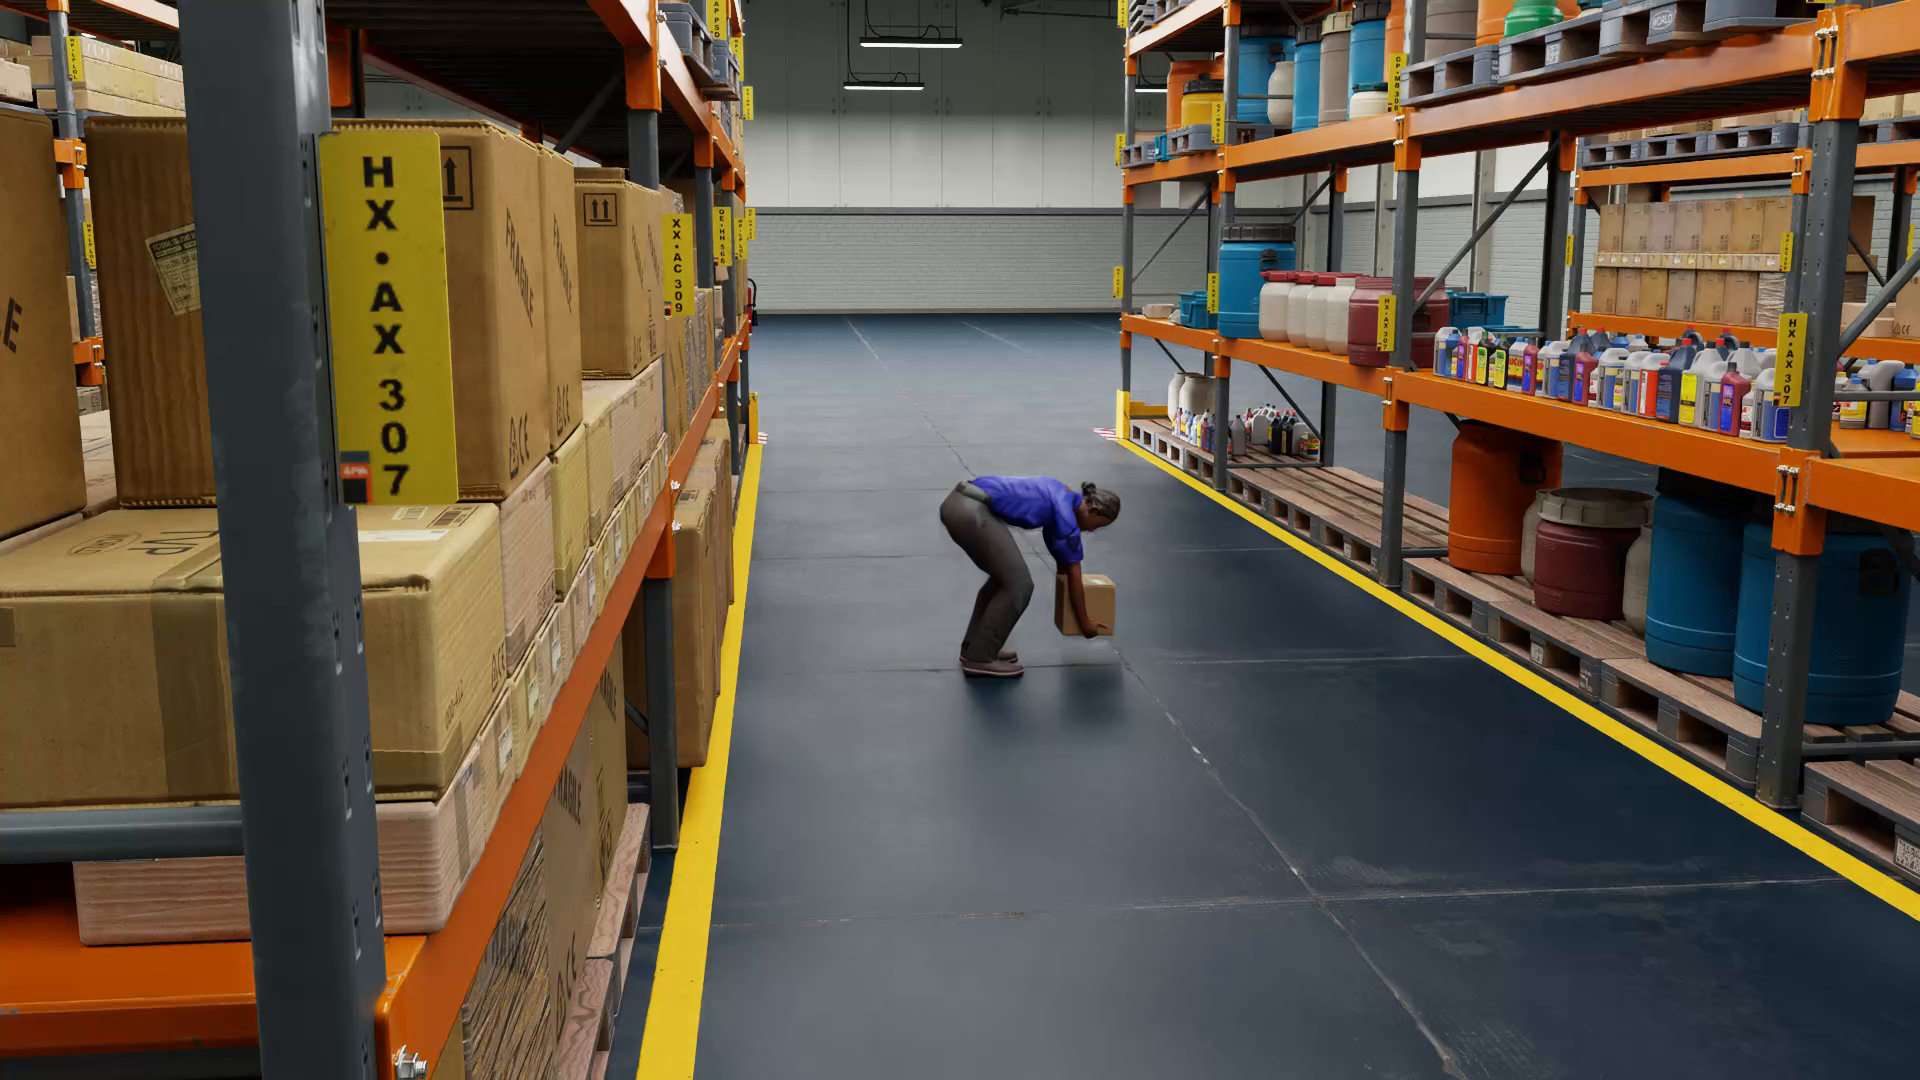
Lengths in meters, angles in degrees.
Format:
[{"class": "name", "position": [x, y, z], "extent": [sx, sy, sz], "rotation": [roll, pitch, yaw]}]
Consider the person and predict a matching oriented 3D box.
[{"class": "person", "position": [0.343, 0.158, 8.051], "extent": [0.876, 0.954, 0.445], "rotation": [-1, 10, -7]}]
